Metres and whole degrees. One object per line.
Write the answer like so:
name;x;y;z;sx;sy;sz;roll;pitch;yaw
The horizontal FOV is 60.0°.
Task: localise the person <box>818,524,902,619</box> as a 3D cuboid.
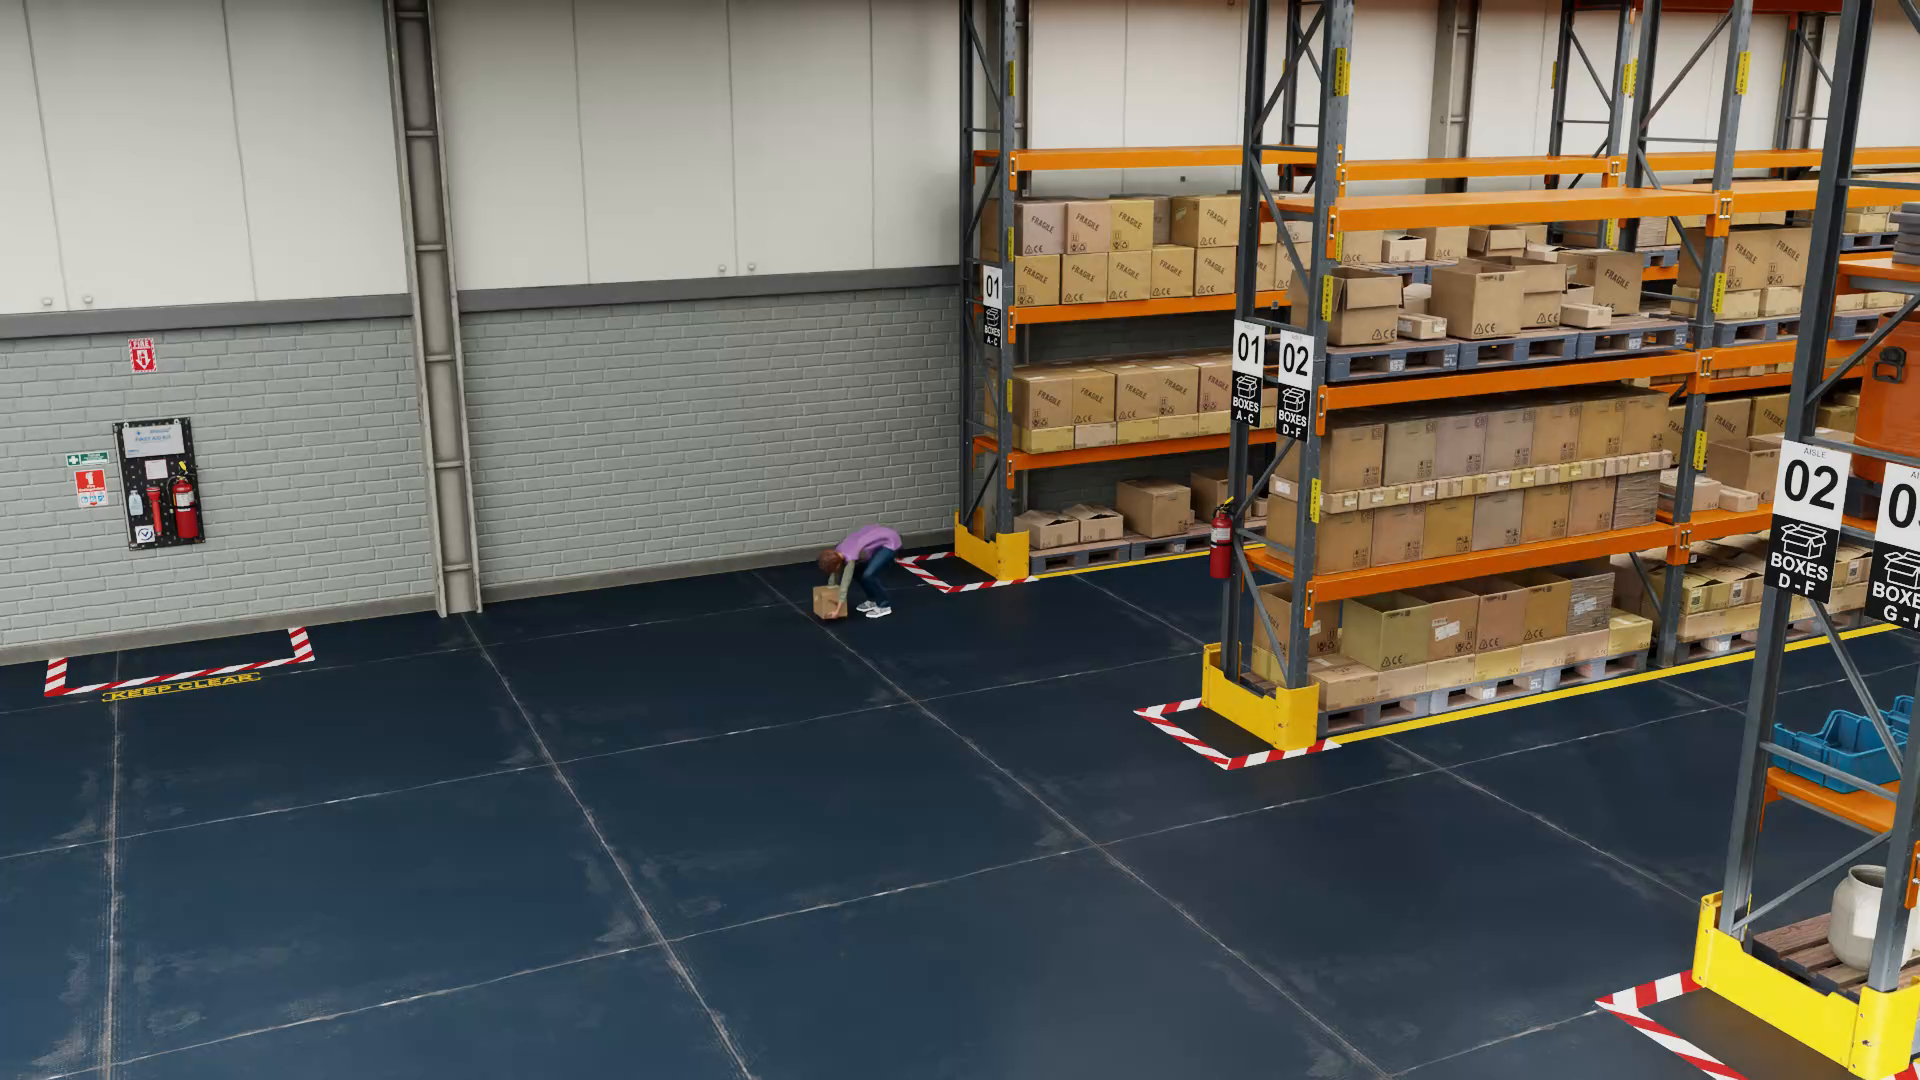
person;-0.963;0.308;15.979;0.853;0.873;0.425;-8;18;-28
